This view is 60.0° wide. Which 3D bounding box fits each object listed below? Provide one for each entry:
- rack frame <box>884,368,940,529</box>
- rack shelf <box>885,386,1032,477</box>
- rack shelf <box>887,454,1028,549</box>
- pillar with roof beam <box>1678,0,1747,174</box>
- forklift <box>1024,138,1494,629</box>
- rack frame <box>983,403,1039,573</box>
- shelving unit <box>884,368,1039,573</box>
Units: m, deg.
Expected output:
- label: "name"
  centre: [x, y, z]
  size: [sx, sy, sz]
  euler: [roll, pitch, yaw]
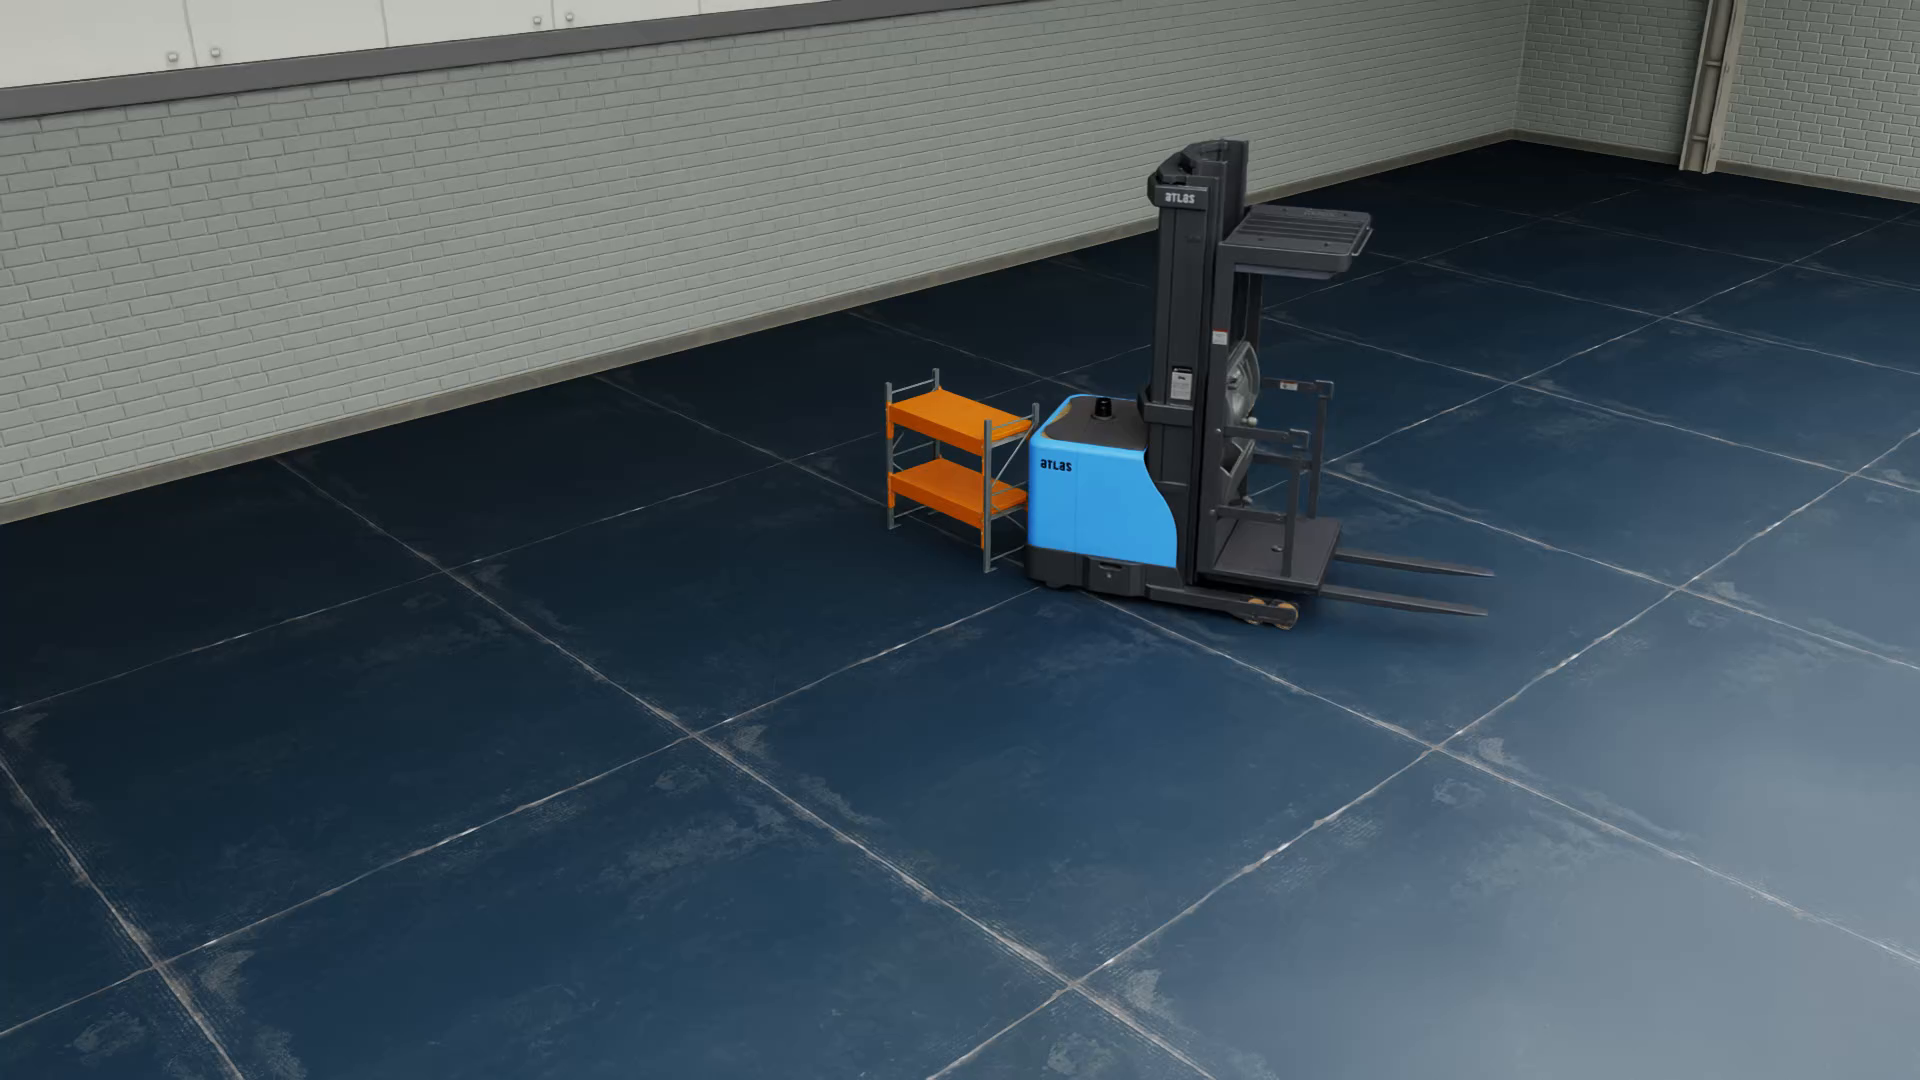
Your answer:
- label: "rack frame"
  centre: [-0.343, -0.664, 12.146]
  size: [0.500, 1.125, 0.032]
  euler: [-21, 32, -38]
- label: "rack shelf"
  centre: [0.005, -0.776, 11.687]
  size: [0.538, 0.278, 1.000]
  euler: [-21, 32, -38]
- label: "rack shelf"
  centre: [0.005, -0.287, 11.910]
  size: [0.538, 0.278, 1.000]
  euler: [-21, 32, -38]
- label: "pillar with roof beam"
  centre: [7.272, -8.098, 18.956]
  size: [9.100, 9.000, 0.400]
  euler: [-21, 32, -38]
- label: "forklift"
  centre: [2.013, -1.004, 10.716]
  size: [3.031, 2.935, 1.130]
  euler: [9, 26, 18]
- label: "rack frame"
  centre: [0.352, -0.356, 11.471]
  size: [0.500, 1.125, 0.032]
  euler: [-21, 32, -38]
- label: "shelving unit"
  centre: [0.005, -0.510, 11.809]
  size: [0.538, 1.125, 1.048]
  euler: [-21, 32, -38]
